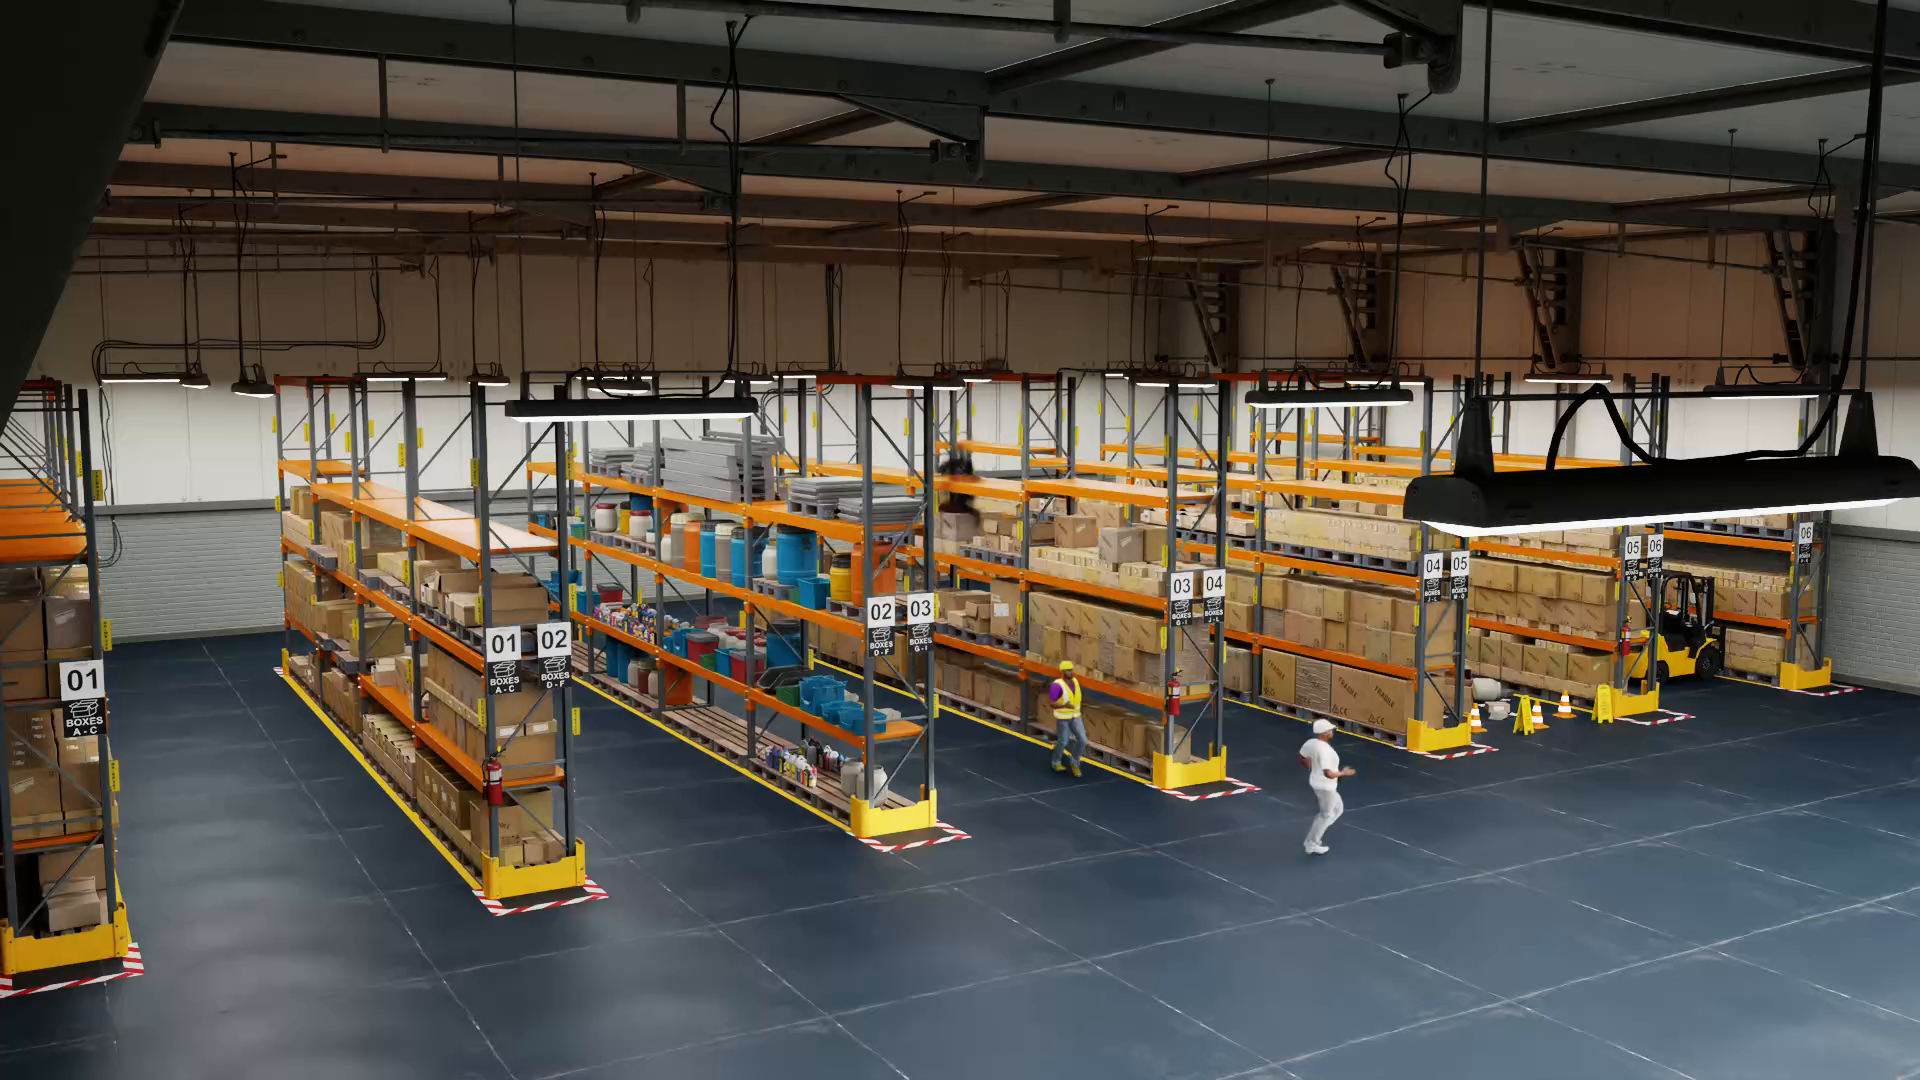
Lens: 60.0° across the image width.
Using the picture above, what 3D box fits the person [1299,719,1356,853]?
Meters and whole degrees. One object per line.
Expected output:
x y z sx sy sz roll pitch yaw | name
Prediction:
4.694 3.142 21.226 0.621 1.746 0.681 0 6 -2 | person

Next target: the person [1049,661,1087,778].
1.637 2.716 25.158 0.671 1.806 0.738 -4 7 -30 | person

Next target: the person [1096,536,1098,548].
3.729 0.633 44.821 0.569 1.568 0.764 -1 6 -10 | person
